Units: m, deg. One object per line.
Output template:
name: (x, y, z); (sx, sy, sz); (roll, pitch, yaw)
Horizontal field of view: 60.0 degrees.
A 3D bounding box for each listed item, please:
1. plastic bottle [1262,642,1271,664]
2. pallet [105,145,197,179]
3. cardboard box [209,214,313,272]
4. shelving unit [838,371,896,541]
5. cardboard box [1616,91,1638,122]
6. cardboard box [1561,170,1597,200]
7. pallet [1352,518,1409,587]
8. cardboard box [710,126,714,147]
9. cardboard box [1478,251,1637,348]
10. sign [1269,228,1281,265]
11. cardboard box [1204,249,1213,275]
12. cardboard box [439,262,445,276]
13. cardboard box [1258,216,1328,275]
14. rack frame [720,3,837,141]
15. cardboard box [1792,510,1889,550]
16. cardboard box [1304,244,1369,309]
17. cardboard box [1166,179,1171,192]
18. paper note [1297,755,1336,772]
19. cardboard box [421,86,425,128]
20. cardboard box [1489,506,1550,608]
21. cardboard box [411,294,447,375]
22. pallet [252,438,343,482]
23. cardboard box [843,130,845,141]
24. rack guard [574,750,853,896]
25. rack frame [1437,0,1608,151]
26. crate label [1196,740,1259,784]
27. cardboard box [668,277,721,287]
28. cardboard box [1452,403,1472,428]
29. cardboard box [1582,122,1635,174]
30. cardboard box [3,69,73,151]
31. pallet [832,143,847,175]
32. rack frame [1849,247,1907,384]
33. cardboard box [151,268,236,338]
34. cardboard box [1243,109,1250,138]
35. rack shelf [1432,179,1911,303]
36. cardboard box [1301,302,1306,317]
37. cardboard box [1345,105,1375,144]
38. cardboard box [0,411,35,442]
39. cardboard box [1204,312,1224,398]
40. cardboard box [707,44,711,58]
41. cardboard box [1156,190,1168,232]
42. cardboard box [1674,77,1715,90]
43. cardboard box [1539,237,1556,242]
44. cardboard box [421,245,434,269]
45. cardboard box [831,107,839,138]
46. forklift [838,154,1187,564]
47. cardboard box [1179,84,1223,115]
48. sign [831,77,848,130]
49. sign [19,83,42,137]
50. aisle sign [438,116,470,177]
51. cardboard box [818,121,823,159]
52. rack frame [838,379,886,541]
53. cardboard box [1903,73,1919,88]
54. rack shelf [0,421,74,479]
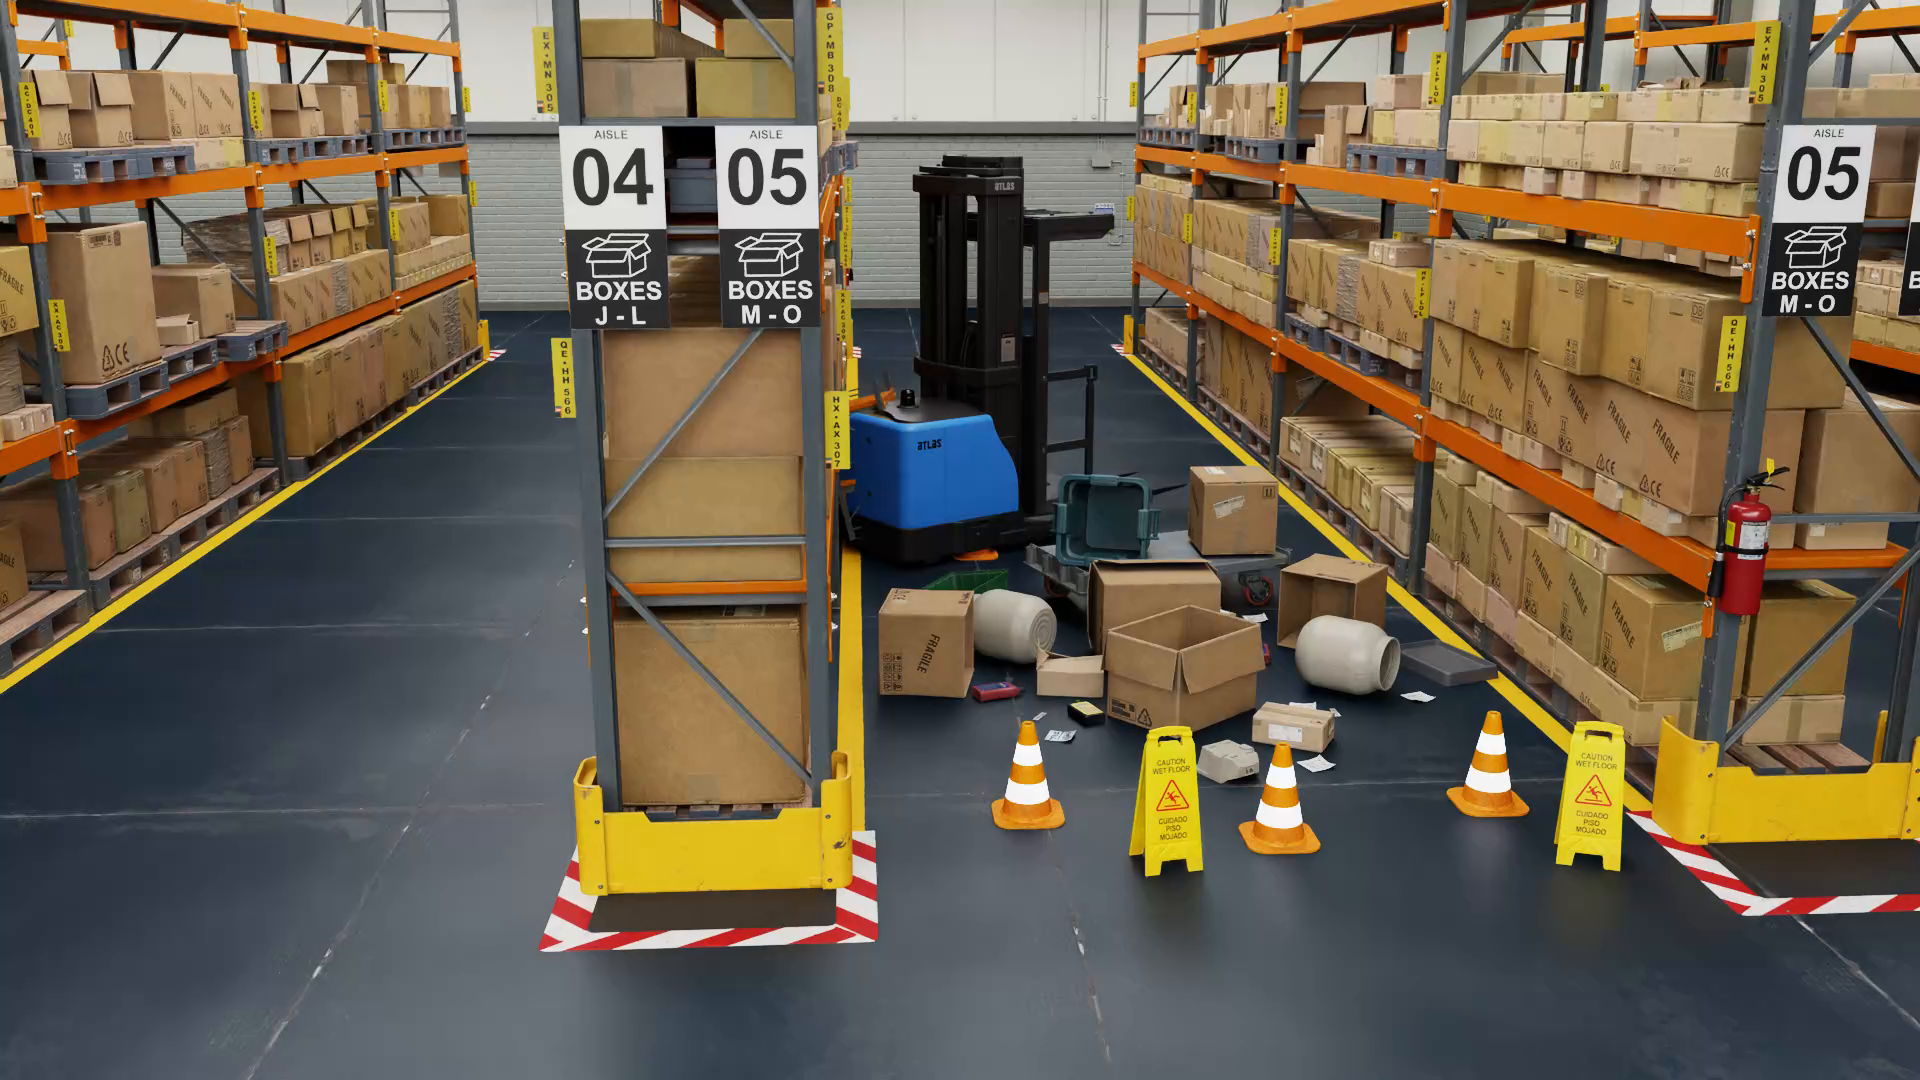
plastic bottle: (1.833, 0.688, 10.229); (0.133, 0.061, 0.283); (2, 15, 6)
pallet: (-6.265, -2.707, 11.884); (1.213, 0.211, 1.003); (-1, 14, -3)
cardboard box: (-6.580, -2.805, 15.695); (0.797, 0.503, 0.637); (-1, 14, -2)
shelving unit: (-0.702, -0.675, 12.922); (0.538, 1.125, 1.048); (-14, 8, 4)
cardboard box: (3.583, -2.205, 8.461); (0.380, 0.149, 0.250); (-1, 14, -5)
cardboard box: (3.432, -1.887, 8.824); (0.380, 0.149, 0.250); (-1, 14, -4)
pallet: (3.576, 0.072, 12.323); (1.003, 0.211, 1.213); (-1, 14, -3)
cardboard box: (-1.578, -2.282, 9.315); (0.380, 0.149, 0.250); (-1, 14, -4)
cardboard box: (3.450, -1.396, 9.629); (0.700, 0.500, 0.500); (-1, 14, -5)
sign: (2.824, -2.631, 14.909); (0.100, 0.325, 0.005); (-1, 14, -3)
cardboard box: (2.936, -3.001, 17.968); (0.500, 0.250, 0.500); (-1, 14, -3)
cardboard box: (-6.564, -3.331, 20.457); (0.380, 0.149, 0.250); (-1, 14, -2)
cardboard box: (3.084, -2.737, 15.437); (0.500, 0.500, 0.500); (-1, 14, -5)
rack frame: (-1.557, -4.884, 13.947); (1.000, 3.000, 0.127); (-1, 14, -3)
cardboard box: (4.059, -0.056, 7.729); (0.380, 0.149, 0.250); (-1, 14, -3)
cardboard box: (3.214, -2.231, 14.036); (0.500, 0.500, 0.500); (0, 14, -1)
cardboard box: (2.747, -4.373, 20.493); (0.380, 0.149, 0.250); (-1, 14, -3)
paper note: (1.828, 1.143, 8.521); (0.148, 0.019, 0.142); (-6, 16, -23)
cardboard box: (-6.929, -5.271, 20.229); (0.700, 0.500, 0.500); (-2, 15, -7)
cardboard box: (3.468, 0.093, 9.816); (0.500, 0.500, 0.500); (0, 14, -1)
cardboard box: (-6.778, -2.485, 20.087); (0.875, 0.875, 0.875); (-1, 14, -3)
pallet: (-6.487, -0.774, 15.609); (1.003, 0.211, 1.213); (-1, 14, -3)
cardboard box: (-1.623, -4.726, 19.658); (0.500, 0.250, 0.500); (0, 14, -1)
rack guard: (-1.060, 1.228, 7.250); (1.175, 0.500, 0.348); (-1, 14, -3)
rack frame: (3.625, -3.990, 10.476); (1.000, 3.000, 0.127); (-1, 14, -3)
crate label: (1.361, 1.116, 8.413); (0.250, 0.136, 0.298); (-9, 17, -32)
cardboard box: (-1.233, -1.084, 8.750); (0.875, 0.550, 0.500); (-1, 14, -3)
cardboard box: (3.392, -0.818, 10.690); (0.380, 0.149, 0.250); (0, 14, -2)
cardboard box: (3.506, -1.991, 8.431); (0.500, 0.250, 0.500); (0, 14, -2)
cardboard box: (-6.196, -2.756, 10.650); (0.797, 0.503, 0.637); (-2, 15, -6)
pallet: (-1.392, -2.902, 12.645); (1.003, 0.211, 1.213); (0, 14, -1)
rack frame: (8.331, -2.157, 15.391); (1.000, 3.000, 0.127); (-1, 14, -3)
cardboard box: (-6.306, -1.908, 13.377); (0.700, 0.500, 0.500); (1, 14, 5)
cardboard box: (2.943, -4.008, 15.991); (0.396, 0.266, 0.258); (-1, 14, -5)
rack shelf: (3.749, -1.692, 9.006); (1.077, 0.370, 4.000); (-1, 14, -3)
cardboard box: (3.196, -2.007, 14.468); (0.380, 0.149, 0.250); (-2, 15, -7)
cardboard box: (3.500, -3.204, 13.230); (0.797, 0.503, 0.637); (-1, 14, -3)
cardboard box: (-5.953, -0.699, 10.228); (0.380, 0.149, 0.250); (-1, 14, -3)
cardboard box: (3.248, -2.096, 18.574); (0.875, 0.875, 0.875); (0, 14, -2)
cardboard box: (-1.577, -2.667, 9.213); (0.380, 0.149, 0.250); (-1, 14, -4)
cardboard box: (2.738, -4.098, 20.726); (0.500, 0.500, 0.500); (-1, 14, -3)
cardboard box: (8.171, -5.005, 18.470); (0.396, 0.266, 0.258); (-1, 14, -4)
cardboard box: (7.714, -3.723, 21.181); (0.500, 0.250, 0.500); (-1, 14, -5)
cardboard box: (-6.593, -3.366, 19.794); (0.500, 0.250, 0.500); (-1, 14, -2)
cardboard box: (-1.170, -3.303, 12.580); (0.500, 0.500, 0.500); (-1, 14, -3)
forklift: (0.499, -1.513, 13.025); (3.031, 2.935, 1.130); (-11, 18, -36)
cardboard box: (3.014, -5.164, 19.806); (0.797, 0.503, 0.637); (0, 14, 1)
sign: (-0.755, -2.734, 10.415); (0.100, 0.325, 0.005); (-1, 14, -3)
sign: (-5.725, -2.645, 10.230); (0.100, 0.325, 0.005); (-1, 14, -3)
aisle sign: (-6.714, -5.198, 21.991); (0.394, 0.787, 0.004); (-1, 14, -3)
cardboard box: (-0.762, -1.662, 6.906); (0.380, 0.149, 0.250); (-1, 14, -3)
rack frame: (-0.723, -0.596, 12.420); (0.500, 1.125, 0.032); (-14, 8, 4)
cardboard box: (8.264, -3.602, 13.744); (0.700, 0.500, 0.500); (-1, 14, -5)
rack shelf: (-6.142, -0.086, 8.785); (1.077, 0.370, 4.000); (-1, 14, -3)
